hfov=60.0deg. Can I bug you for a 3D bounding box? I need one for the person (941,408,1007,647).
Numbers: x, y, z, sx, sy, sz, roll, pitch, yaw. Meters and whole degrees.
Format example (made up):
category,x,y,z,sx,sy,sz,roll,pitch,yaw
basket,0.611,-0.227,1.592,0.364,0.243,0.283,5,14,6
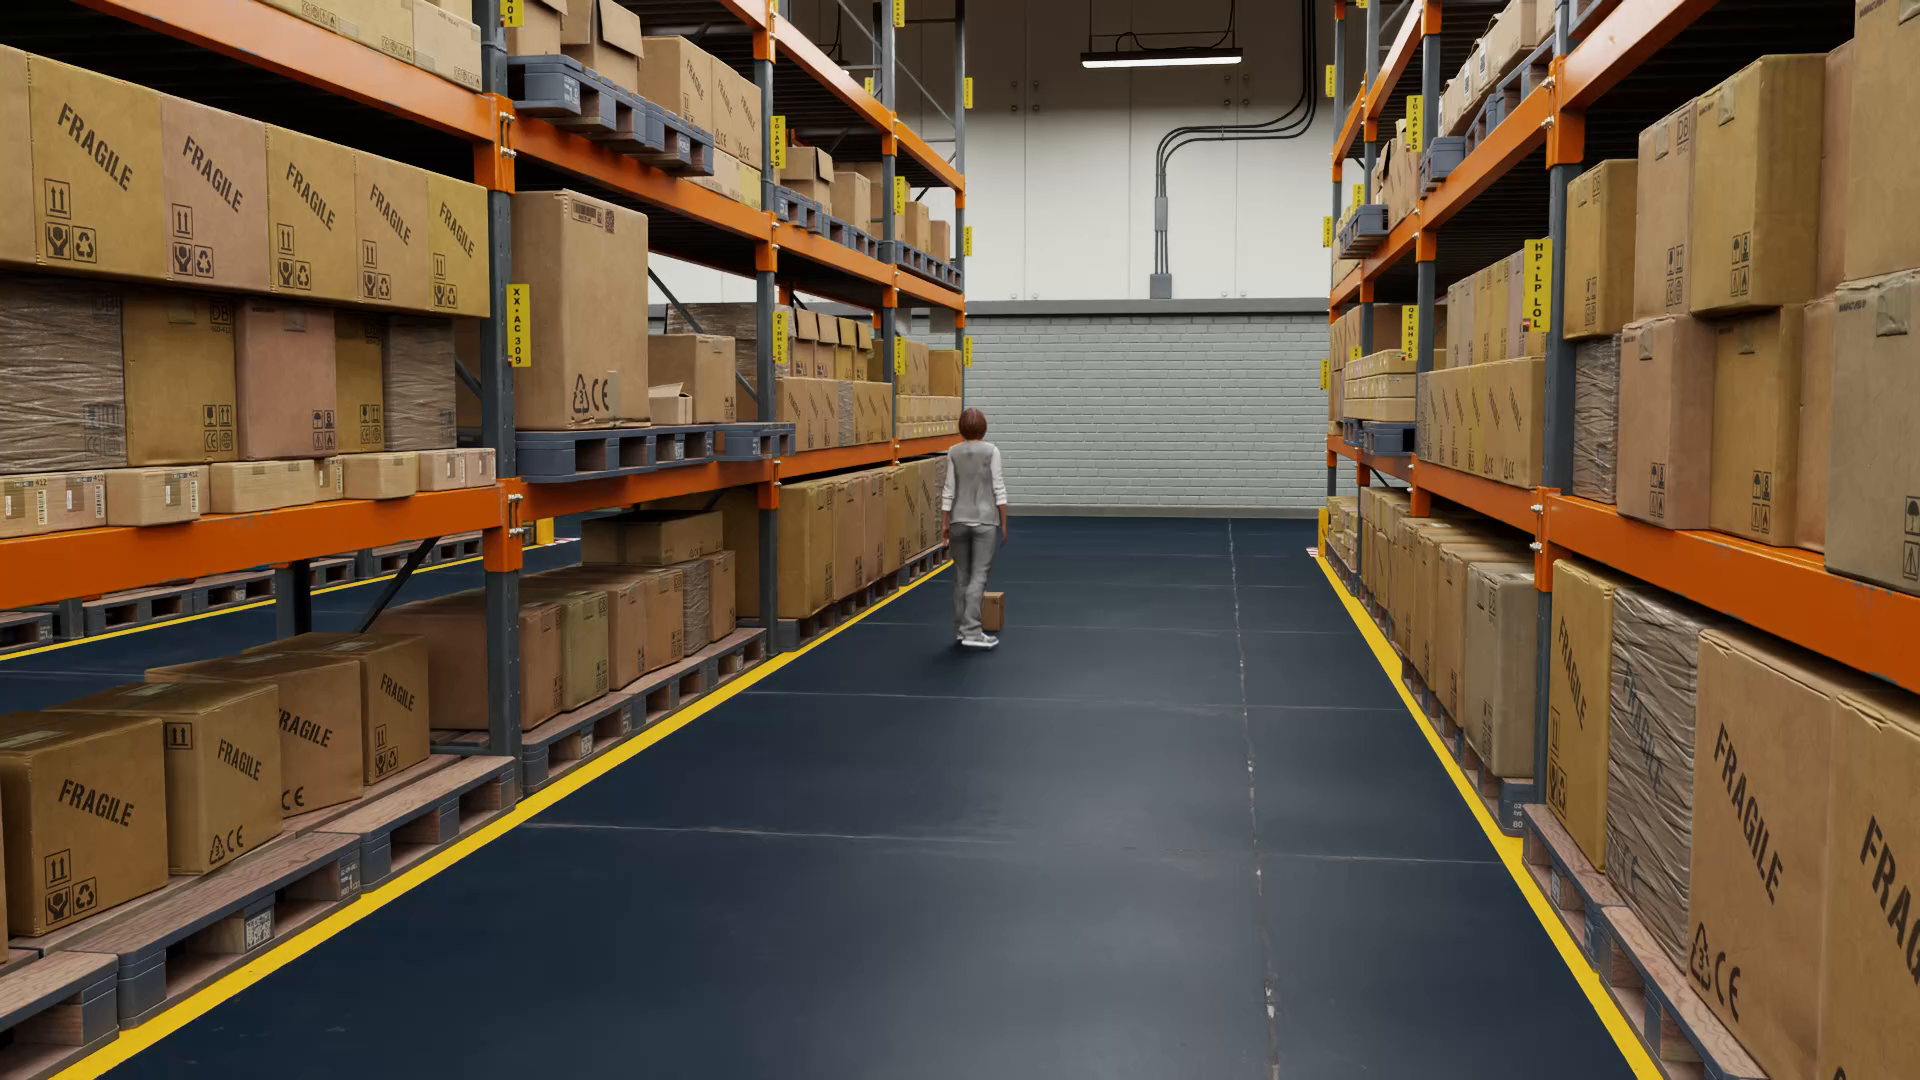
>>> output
category,x,y,z,sx,sy,sz,roll,pitch,yaw
person,0.112,-0.094,11.166,0.426,1.583,0.604,2,5,20
